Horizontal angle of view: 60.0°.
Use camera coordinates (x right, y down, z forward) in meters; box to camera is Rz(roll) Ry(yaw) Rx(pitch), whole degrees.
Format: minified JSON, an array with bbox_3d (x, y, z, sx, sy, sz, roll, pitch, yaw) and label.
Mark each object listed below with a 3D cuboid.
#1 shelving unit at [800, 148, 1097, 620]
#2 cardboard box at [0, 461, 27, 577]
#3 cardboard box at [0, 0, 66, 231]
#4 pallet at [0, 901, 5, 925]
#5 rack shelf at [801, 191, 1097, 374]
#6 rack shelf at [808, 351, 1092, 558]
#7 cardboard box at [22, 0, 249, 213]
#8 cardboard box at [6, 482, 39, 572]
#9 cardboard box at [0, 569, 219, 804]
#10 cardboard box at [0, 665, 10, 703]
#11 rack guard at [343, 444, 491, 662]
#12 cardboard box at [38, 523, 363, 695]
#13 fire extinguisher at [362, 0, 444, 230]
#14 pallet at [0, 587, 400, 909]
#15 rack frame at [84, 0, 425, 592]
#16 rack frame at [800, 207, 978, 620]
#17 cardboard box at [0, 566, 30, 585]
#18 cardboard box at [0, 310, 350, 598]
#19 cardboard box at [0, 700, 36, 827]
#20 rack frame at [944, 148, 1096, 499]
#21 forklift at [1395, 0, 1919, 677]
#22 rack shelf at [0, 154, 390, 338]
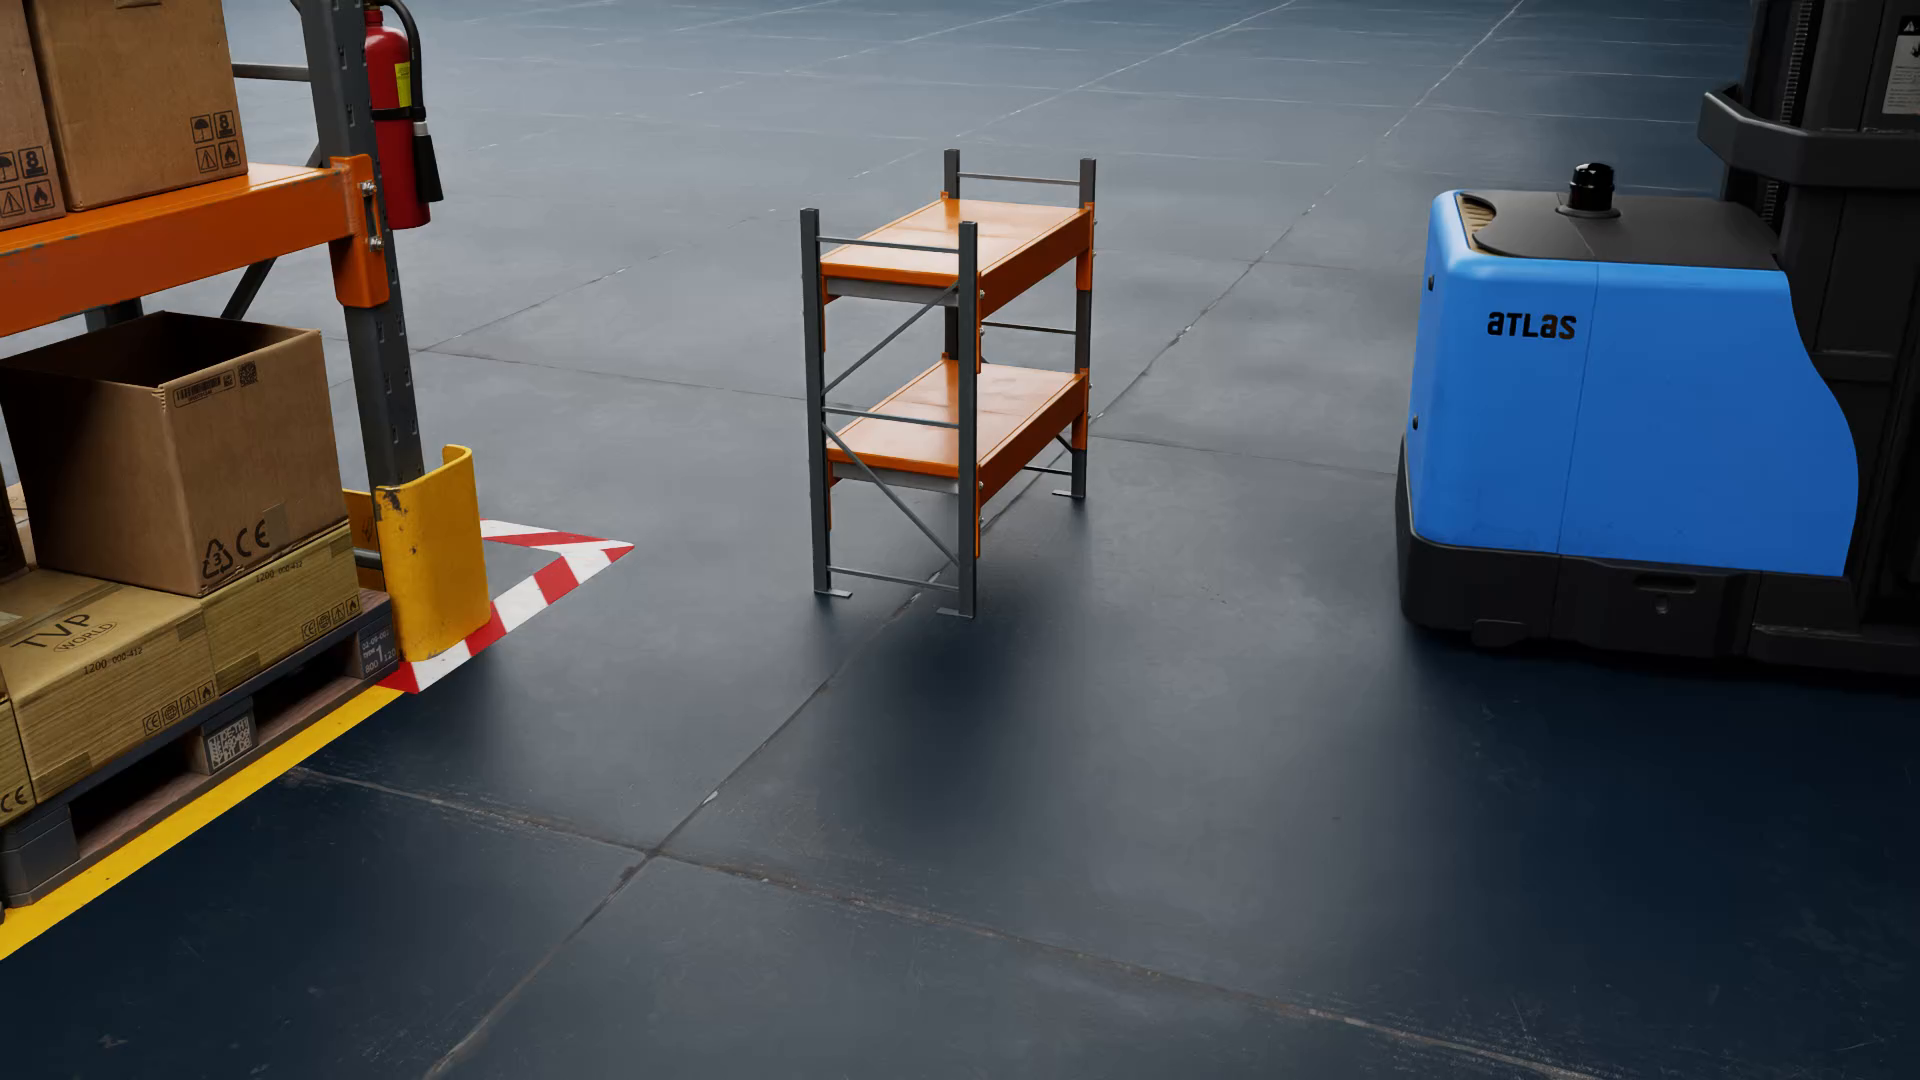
[{"bbox_3d":[-0.003,-0.517,5.027,0.538,1.125,1.048,9,24,20],"label":"shelving unit"},{"bbox_3d":[-2.514,-0.117,3.688,0.500,0.500,0.500,9,24,20],"label":"cardboard box"},{"bbox_3d":[-2.300,-0.877,3.329,0.700,0.500,0.500,9,24,21],"label":"cardboard box"},{"bbox_3d":[-2.624,0.816,3.022,1.003,0.211,1.213,9,24,20],"label":"pallet"},{"bbox_3d":[-0.003,-0.787,4.915,0.538,0.278,1.000,9,24,20],"label":"rack shelf"},{"bbox_3d":[-0.003,-0.291,5.122,0.538,0.278,1.000,9,24,20],"label":"rack shelf"},{"bbox_3d":[-2.110,-1.066,3.780,0.700,0.500,0.500,9,24,20],"label":"cardboard box"},{"bbox_3d":[-2.330,0.050,4.261,0.500,0.250,0.500,9,24,20],"label":"cardboard box"},{"bbox_3d":[-2.024,0.305,3.651,0.500,0.250,0.500,9,24,20],"label":"cardboard box"},{"bbox_3d":[-2.205,0.138,3.077,0.500,0.500,0.500,9,24,20],"label":"cardboard box"},{"bbox_3d":[-1.915,-0.040,4.698,1.175,0.500,0.348,9,24,20],"label":"rack guard"},{"bbox_3d":[-1.849,0.124,4.084,0.500,0.250,0.500,9,24,20],"label":"cardboard box"},{"bbox_3d":[-1.449,-1.125,4.152,0.296,0.674,0.183,9,24,20],"label":"fire extinguisher"},{"bbox_3d":[-2.170,0.381,4.063,1.003,0.211,1.213,9,24,20],"label":"pallet"},{"bbox_3d":[-1.924,-1.185,4.195,1.000,3.000,0.127,9,24,20],"label":"rack frame"},{"bbox_3d":[-0.191,-0.335,4.592,0.500,1.125,0.032,9,24,20],"label":"rack frame"},{"bbox_3d":[-2.512,0.229,3.832,0.500,0.250,0.500,9,24,20],"label":"cardboard box"},{"bbox_3d":[-1.847,-0.222,3.938,0.500,0.500,0.500,9,24,20],"label":"cardboard box"},{"bbox_3d":[-2.208,0.484,3.222,0.500,0.250,0.500,9,24,20],"label":"cardboard box"},{"bbox_3d":[0.186,-0.699,5.463,0.500,1.125,0.032,9,24,20],"label":"rack frame"},{"bbox_3d":[2.790,-1.125,4.141,3.031,2.935,1.130,5,23,11],"label":"forklift"},{"bbox_3d":[-2.667,-0.137,2.621,1.077,0.370,4.000,9,24,20],"label":"rack shelf"}]
